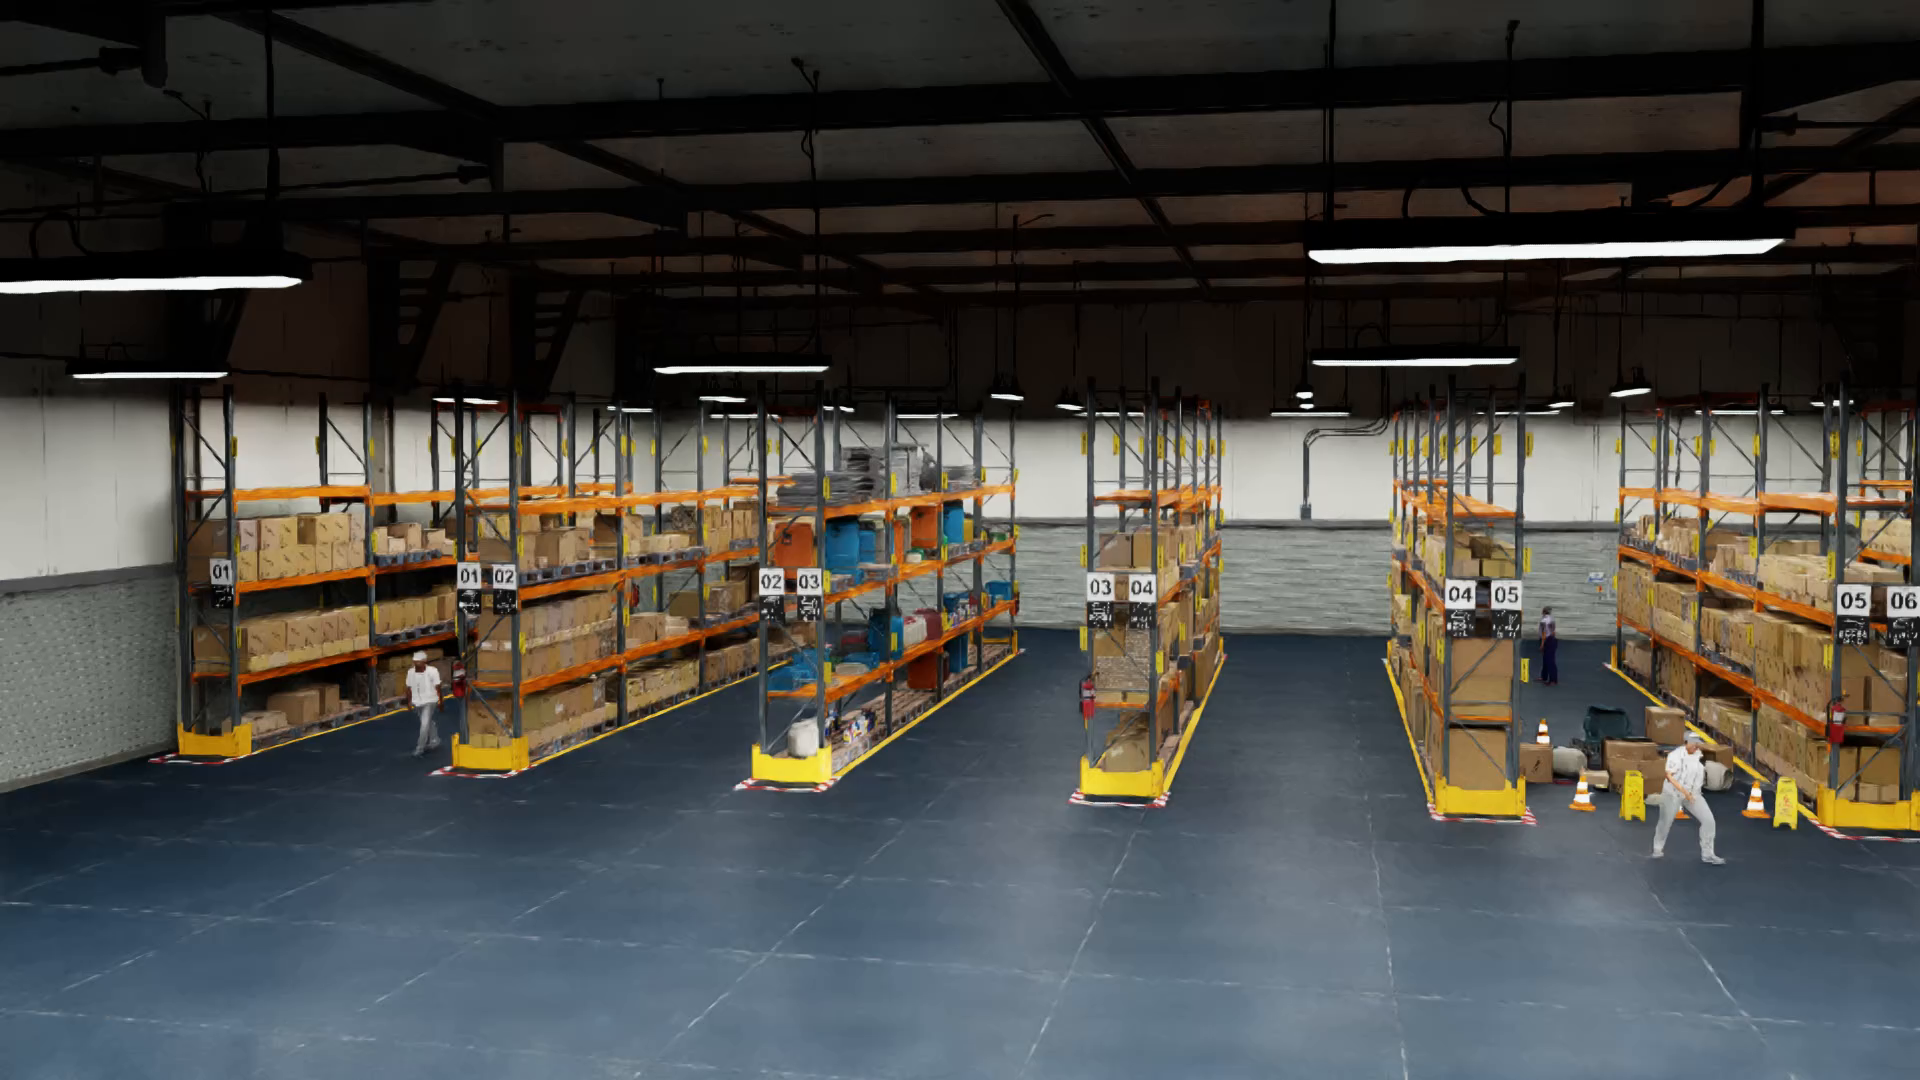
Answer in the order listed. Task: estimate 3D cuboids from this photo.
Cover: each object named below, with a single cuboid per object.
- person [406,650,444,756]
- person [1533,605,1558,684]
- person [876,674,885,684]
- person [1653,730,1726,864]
[{"bbox_3d":[-8.767,2.632,27.093,0.577,1.687,1.121,1,3,14],"label":"person"},{"bbox_3d":[12.404,2.200,35.192,0.573,1.640,0.617,2,4,32],"label":"person"},{"bbox_3d":[-1.727,2.219,35.258,0.448,1.588,1.109,1,3,15],"label":"person"},{"bbox_3d":[8.765,3.070,20.084,0.647,1.603,0.770,-1,3,-9],"label":"person"}]
